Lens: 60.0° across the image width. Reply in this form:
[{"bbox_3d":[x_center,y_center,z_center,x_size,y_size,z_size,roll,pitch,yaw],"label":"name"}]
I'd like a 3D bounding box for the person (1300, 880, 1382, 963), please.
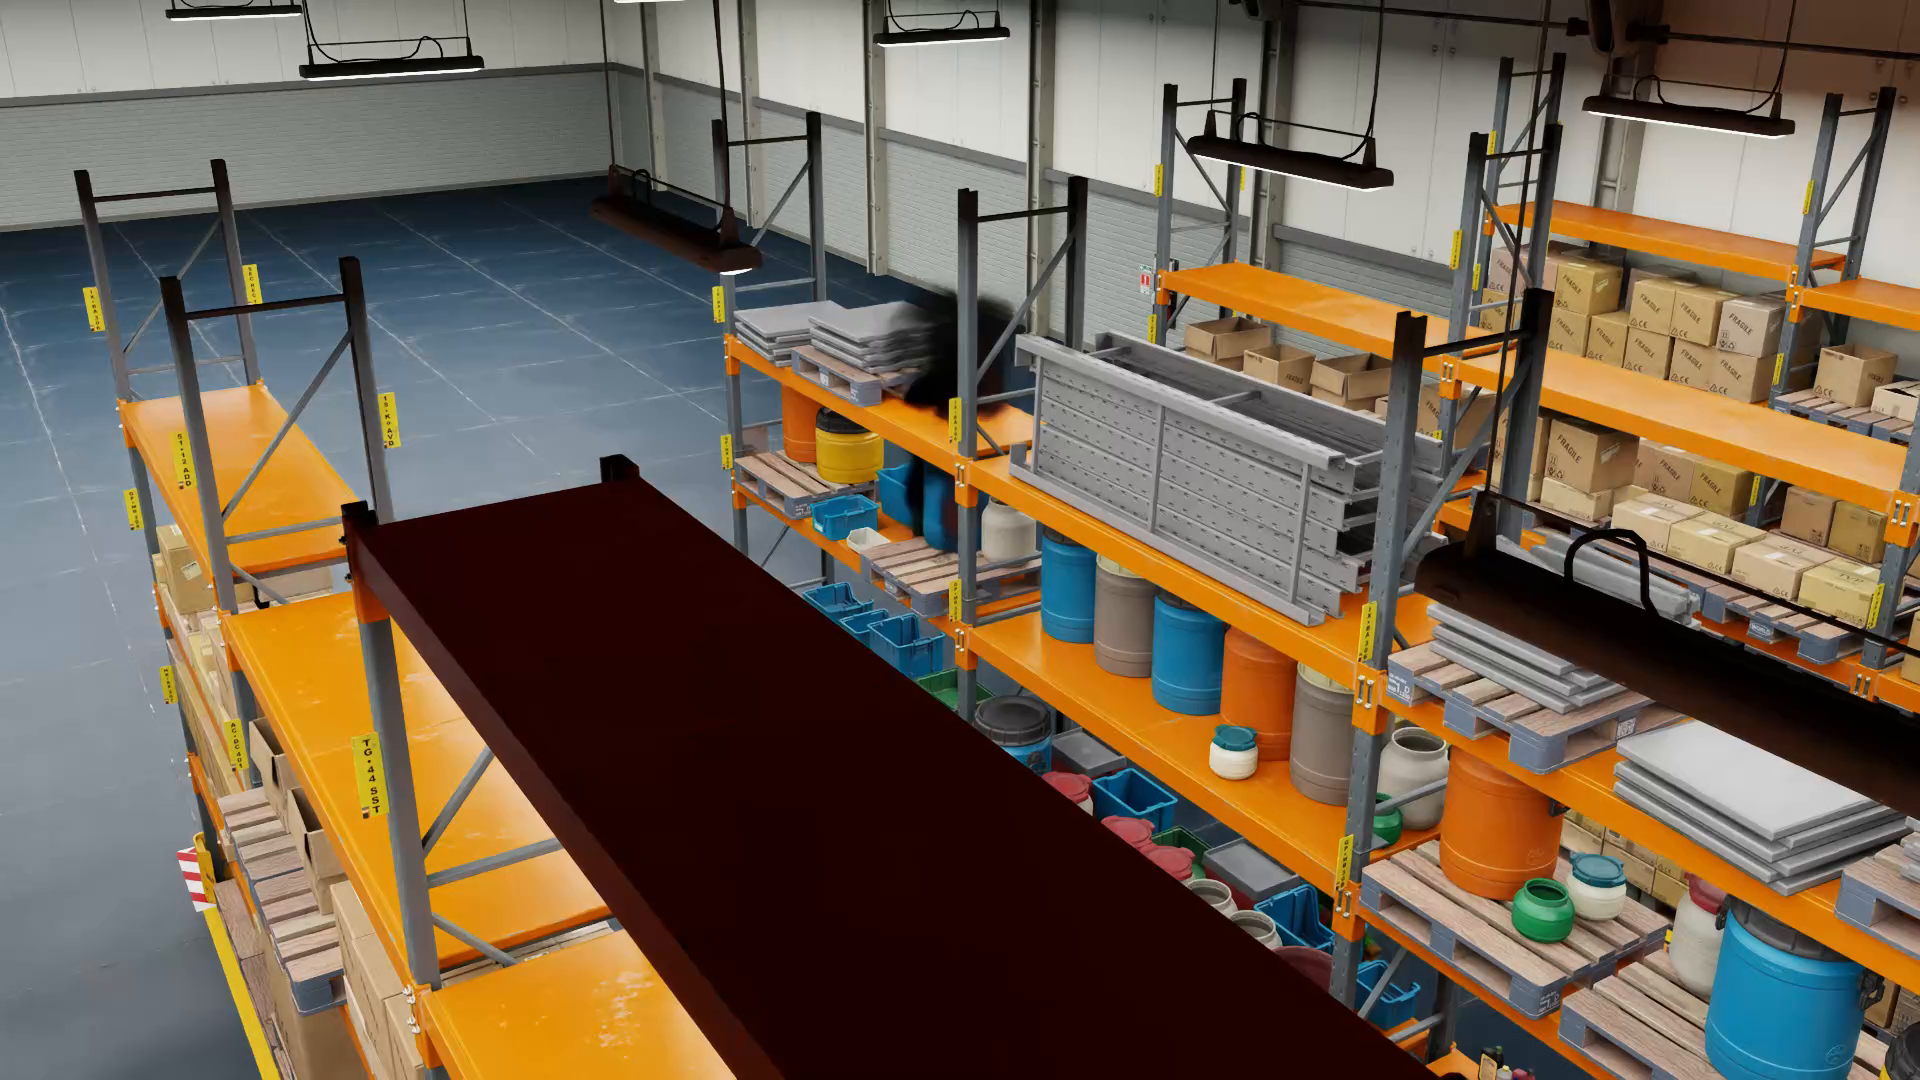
[{"bbox_3d":[2.896,2.512,12.556,0.731,1.568,0.663,19,29,39],"label":"person"}]
